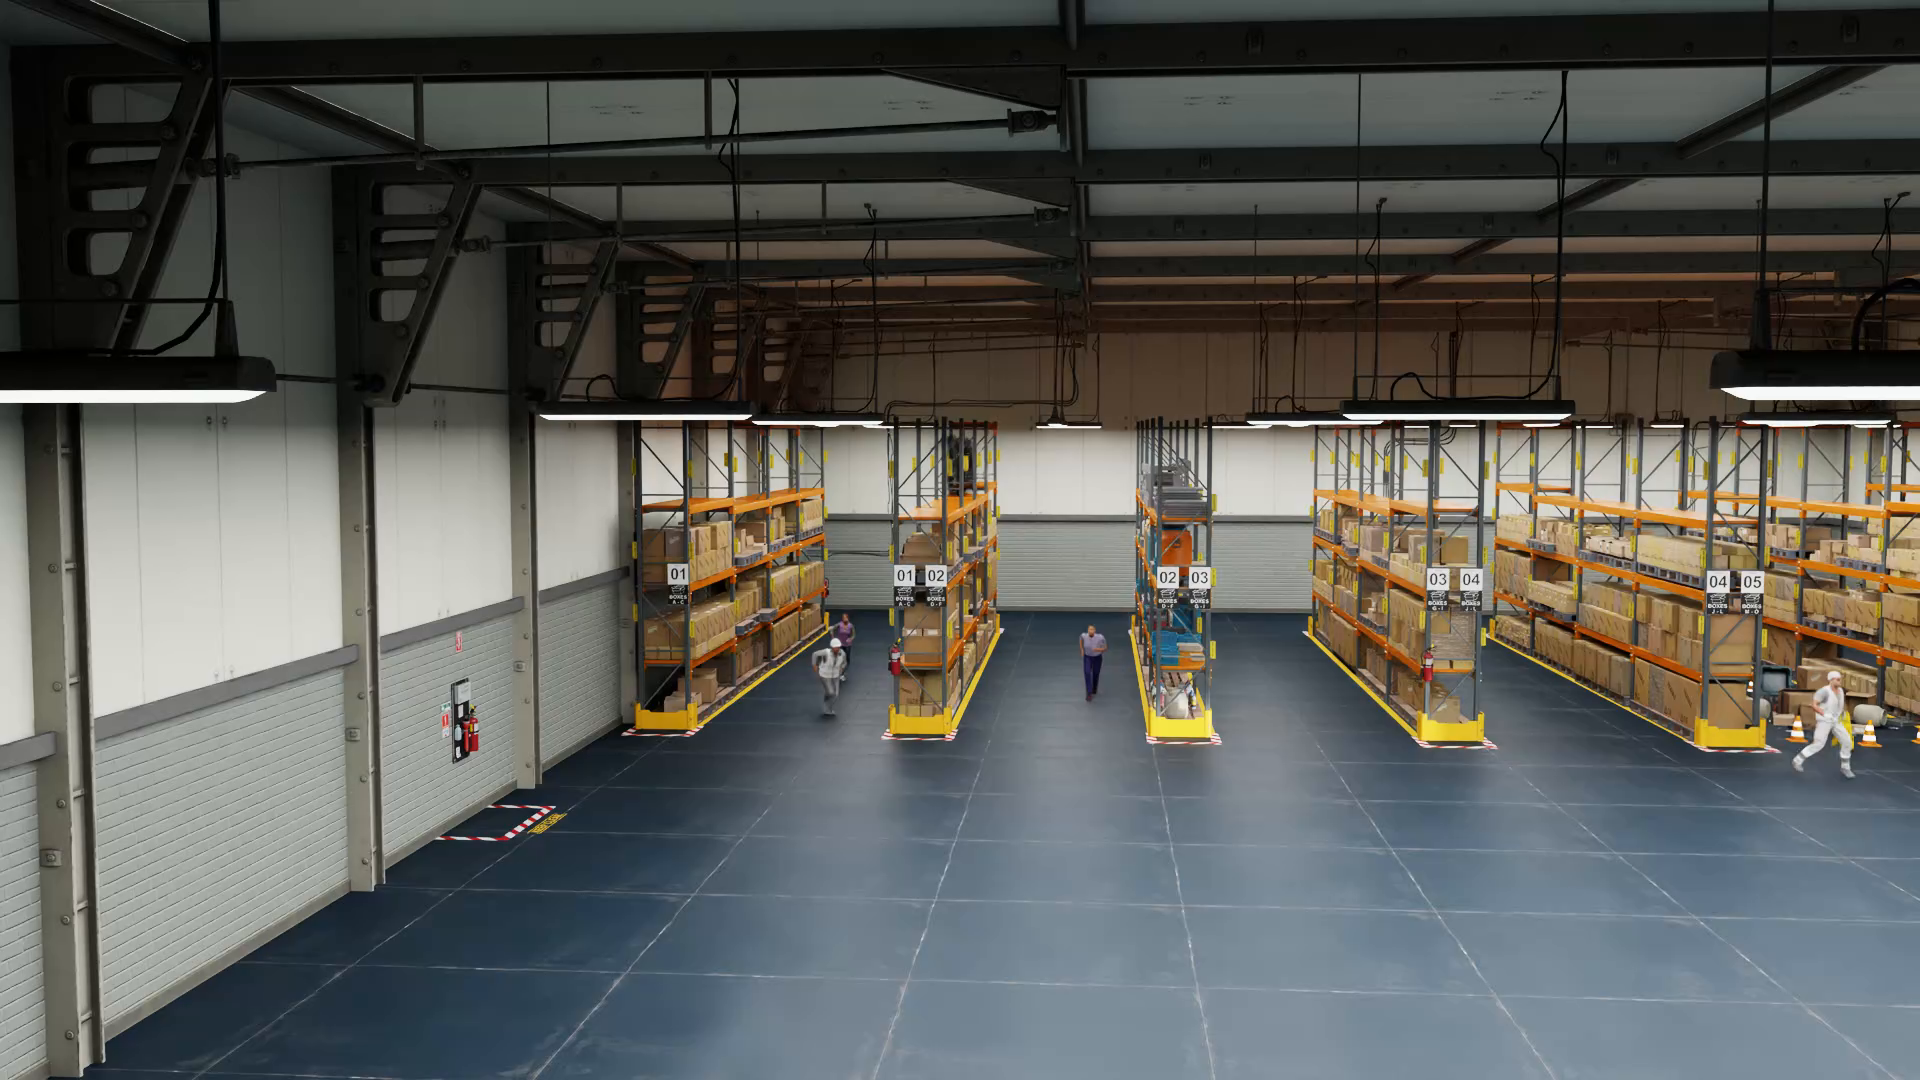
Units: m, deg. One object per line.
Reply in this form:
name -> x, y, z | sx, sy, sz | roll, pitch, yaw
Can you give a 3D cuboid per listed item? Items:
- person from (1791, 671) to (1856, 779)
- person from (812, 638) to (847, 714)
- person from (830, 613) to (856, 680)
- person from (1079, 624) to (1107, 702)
person -> 14.412, 3.052, 27.638 | 0.898, 1.775, 0.766 | -2, 4, -26
person -> -2.614, 2.743, 33.393 | 0.685, 1.599, 0.866 | -2, 4, -25
person -> -2.691, 2.461, 38.350 | 0.573, 1.550, 0.624 | -1, 4, -8
person -> 2.847, 2.596, 35.599 | 0.604, 1.636, 0.945 | 0, 4, 5
